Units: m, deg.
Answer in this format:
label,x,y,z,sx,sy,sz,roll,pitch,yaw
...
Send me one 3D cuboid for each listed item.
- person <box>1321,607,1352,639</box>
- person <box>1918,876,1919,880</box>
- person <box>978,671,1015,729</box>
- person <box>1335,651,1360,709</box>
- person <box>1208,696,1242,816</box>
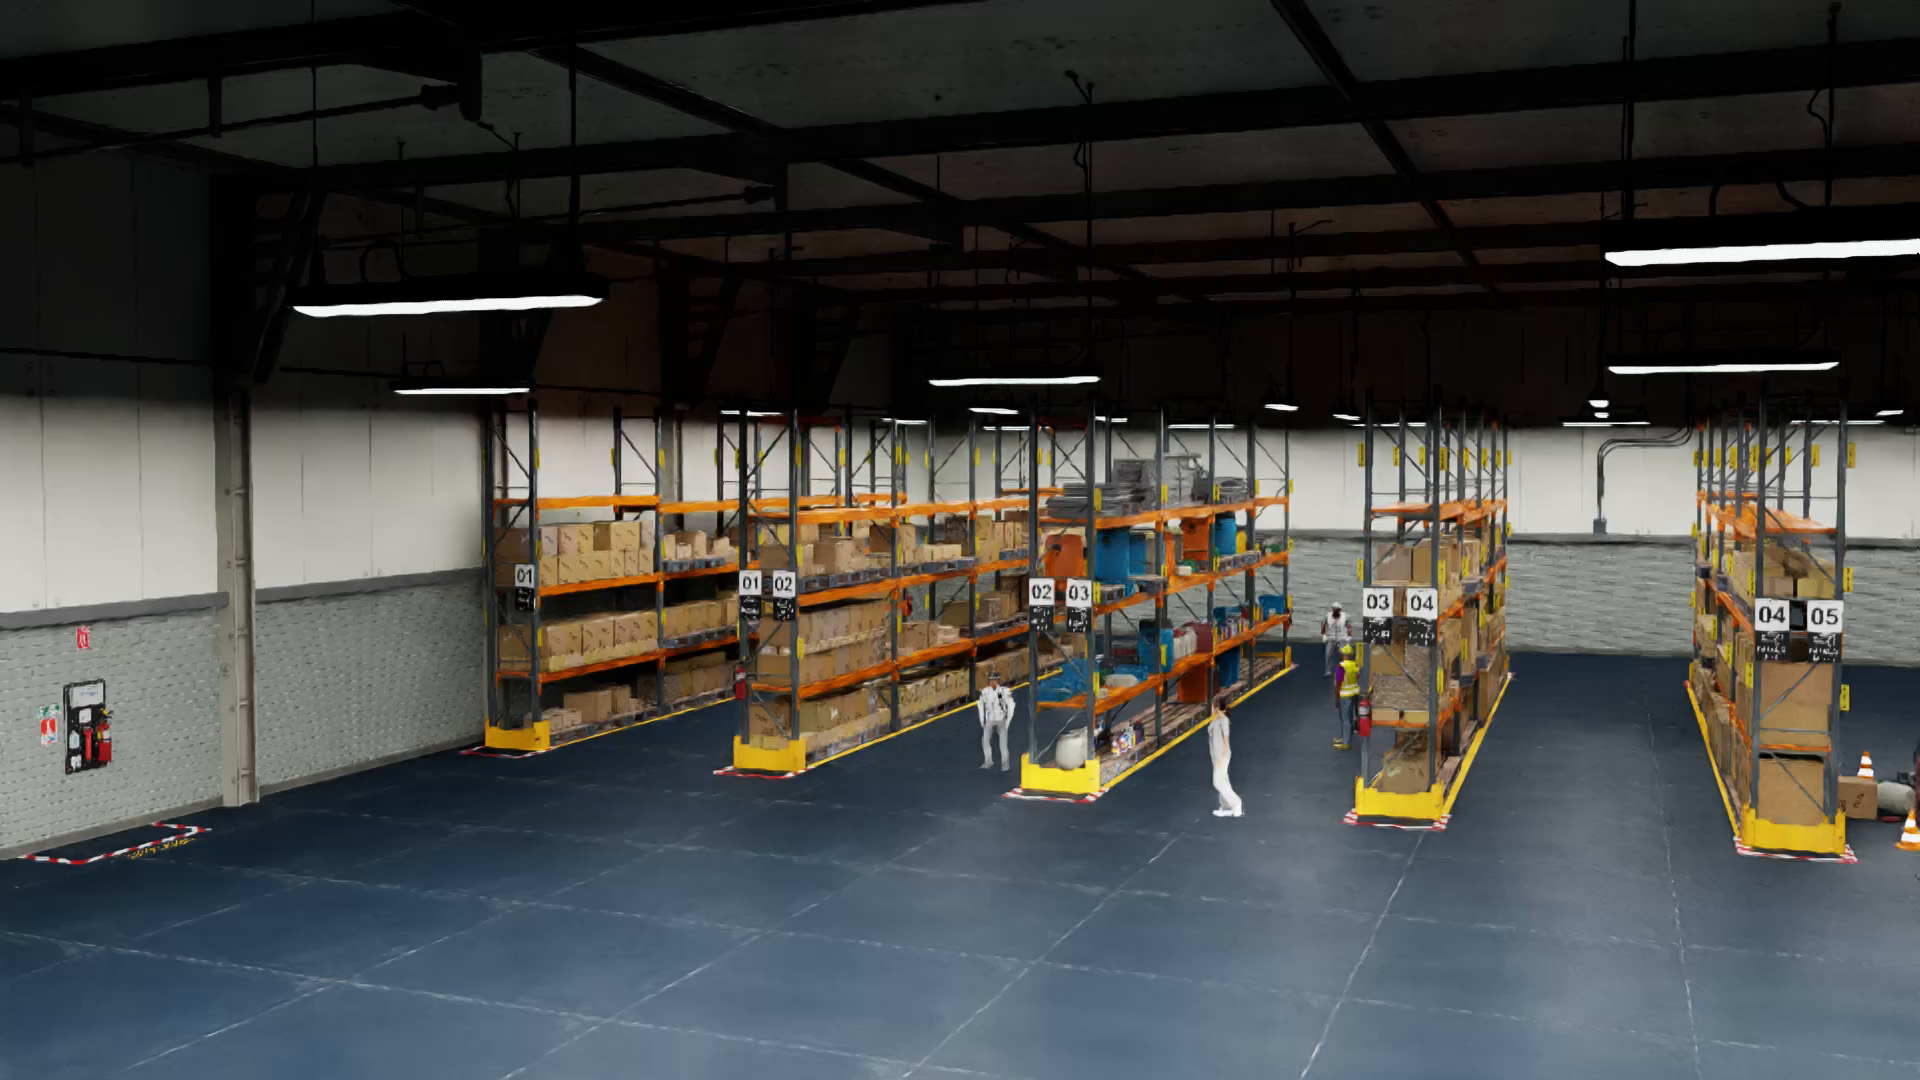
label,x,y,z,sx,sy,sz,roll,pitch,yaw
person,8.606,1.909,38.036,0.702,0.947,0.444,1,3,19
person,11.509,3.142,19.464,0.476,1.771,0.725,-1,3,-13
person,0.547,2.534,26.515,0.639,0.931,0.331,1,3,20
person,6.663,2.408,28.668,0.625,0.956,0.331,-2,4,-39
person,3.688,3.015,23.139,0.446,1.668,0.616,-1,3,-11
